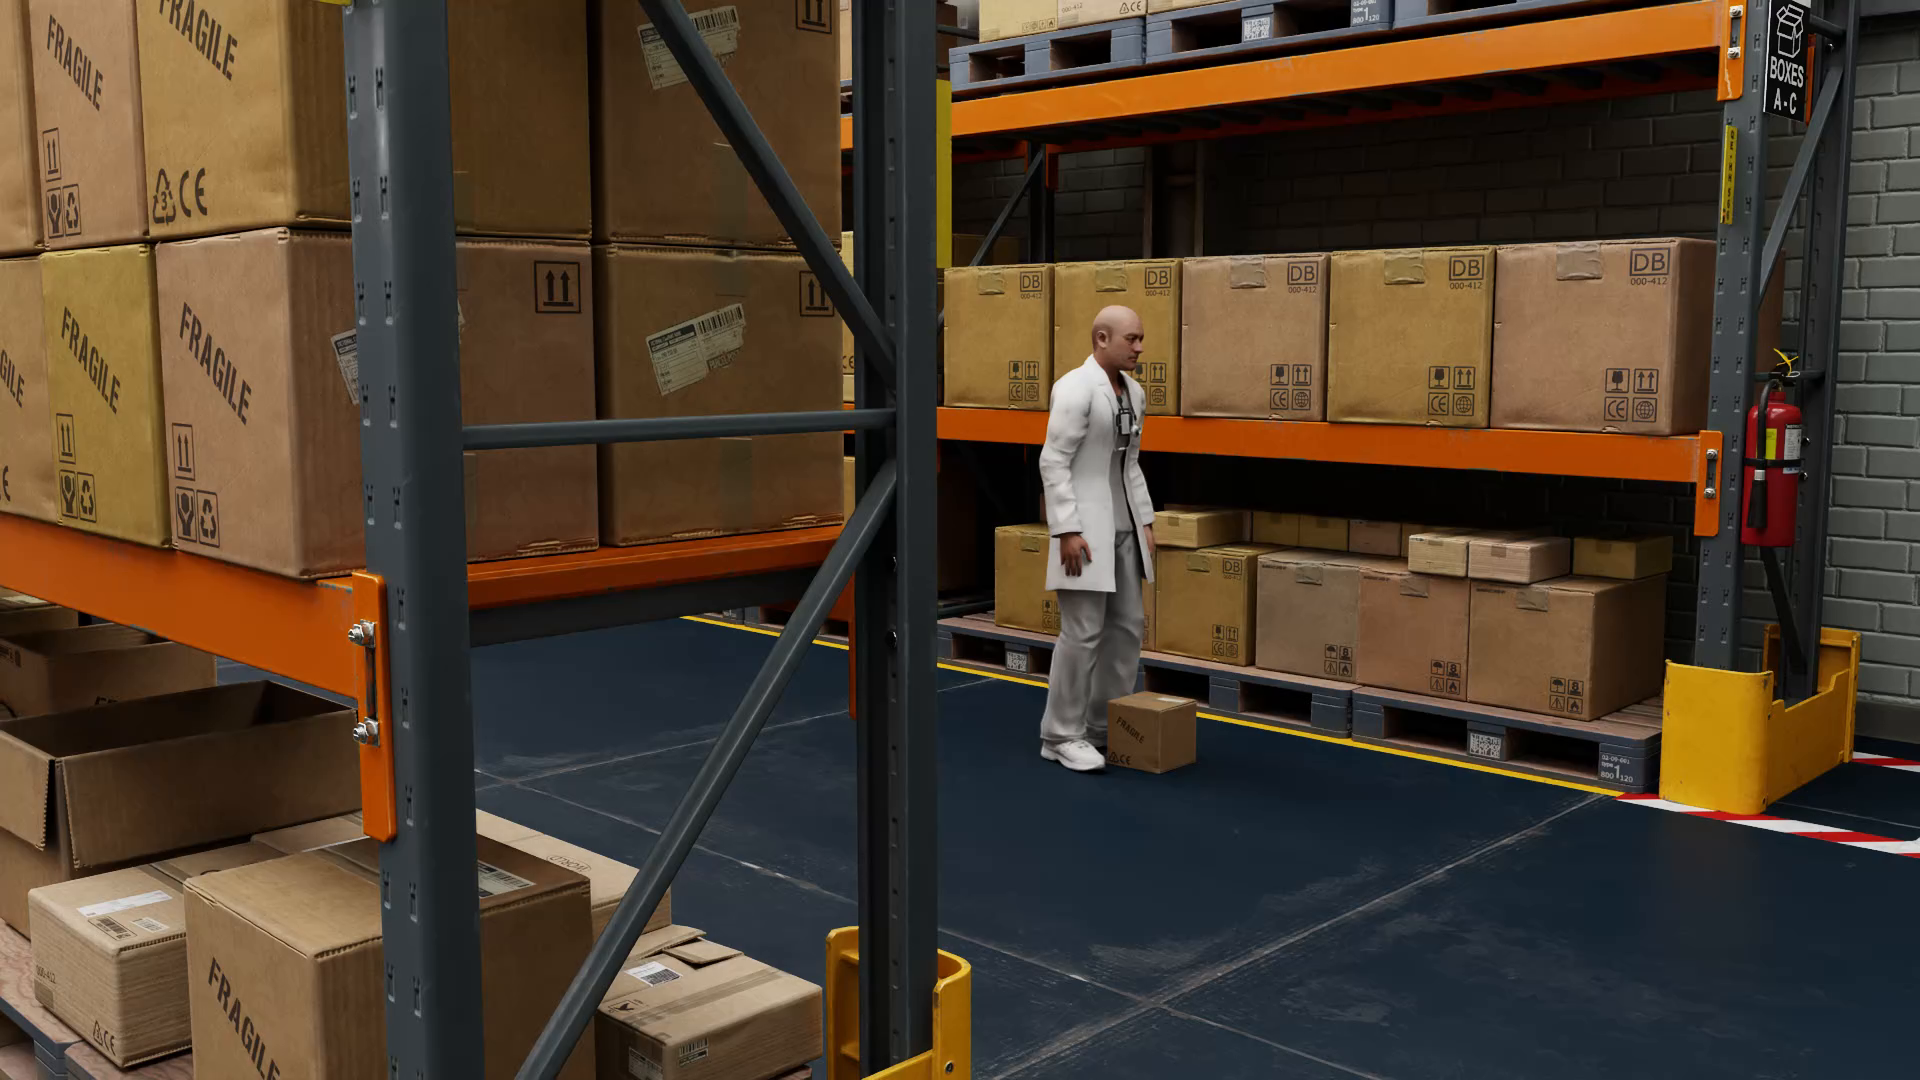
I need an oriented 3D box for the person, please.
[{"bbox_3d":[0.560,-0.027,6.535,0.426,1.774,0.654,6,9,39],"label":"person"}]
